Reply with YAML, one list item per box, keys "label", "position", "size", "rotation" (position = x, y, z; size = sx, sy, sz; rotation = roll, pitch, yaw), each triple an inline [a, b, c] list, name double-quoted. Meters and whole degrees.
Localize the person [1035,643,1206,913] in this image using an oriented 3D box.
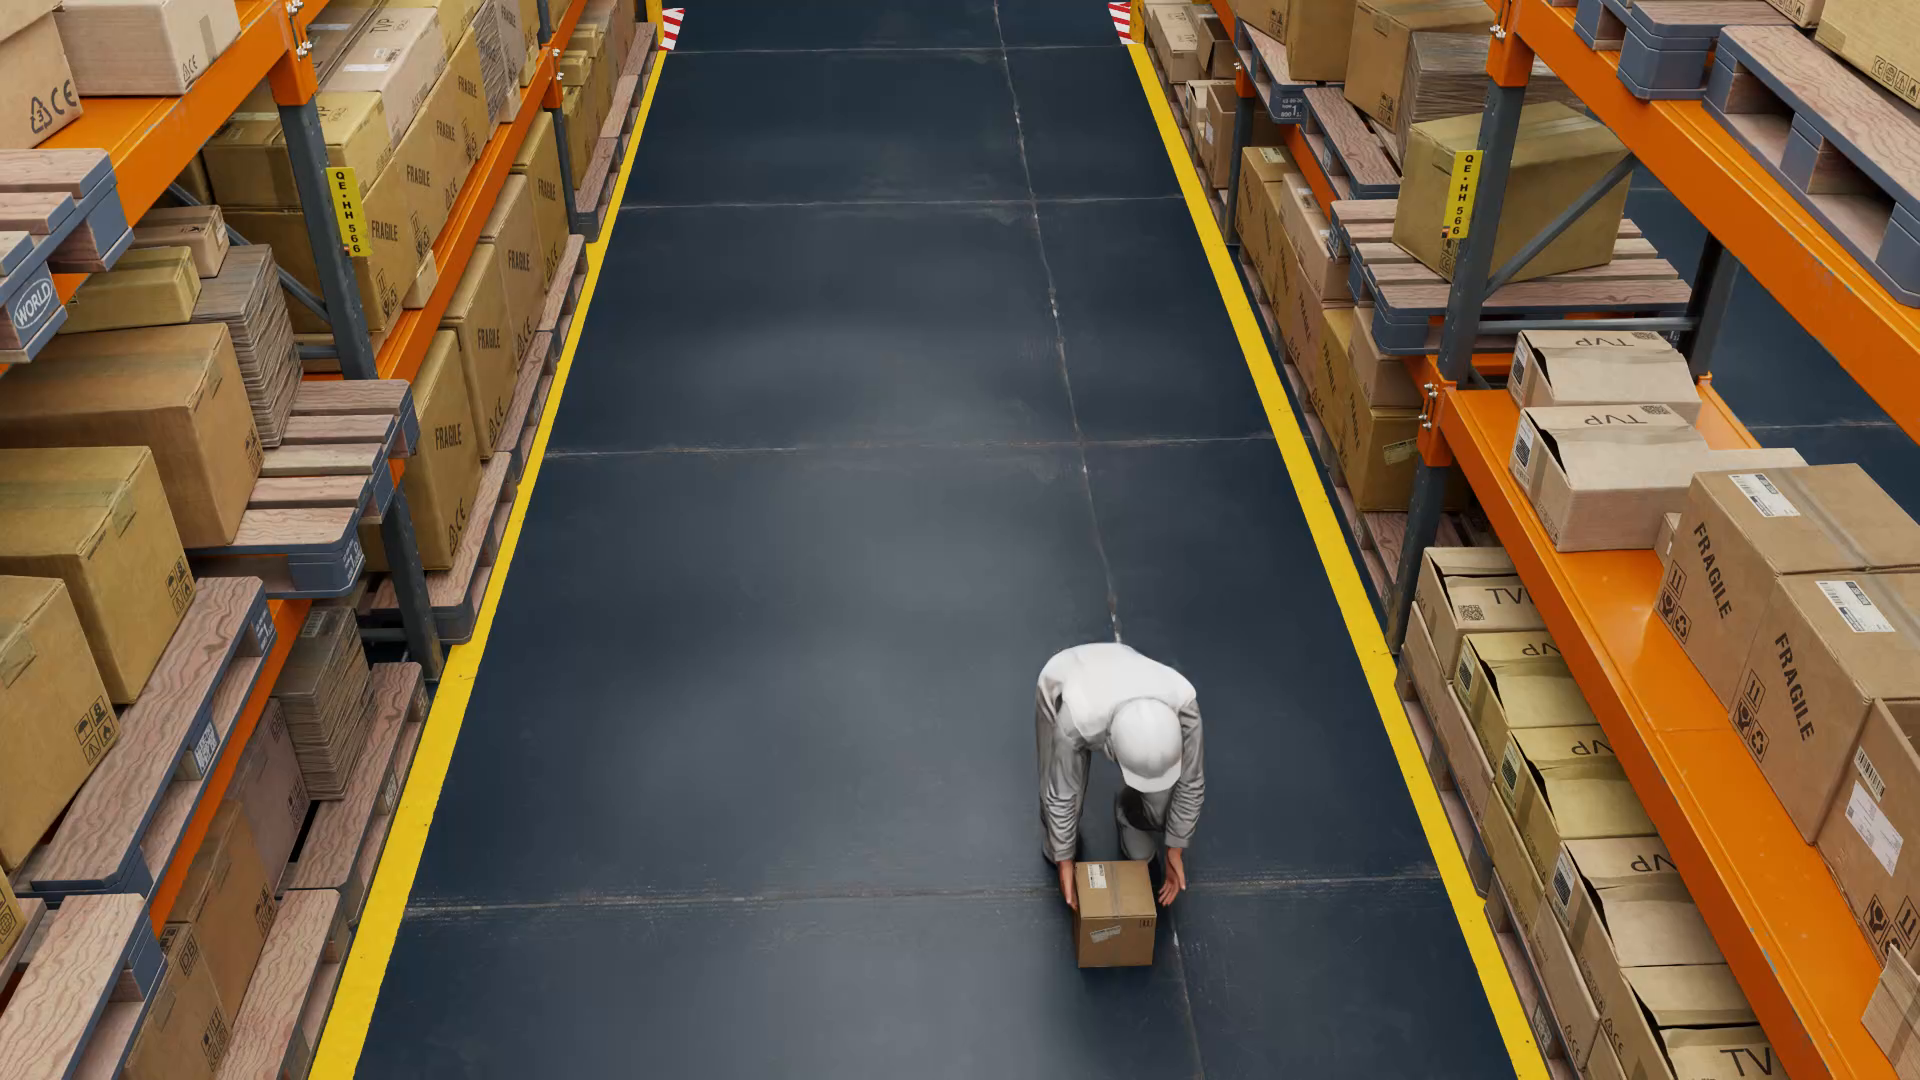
- label: "person"
  position: [0.540, 0.751, 5.704]
  size: [0.546, 1.026, 0.897]
  rotation: [-2, 35, -2]
